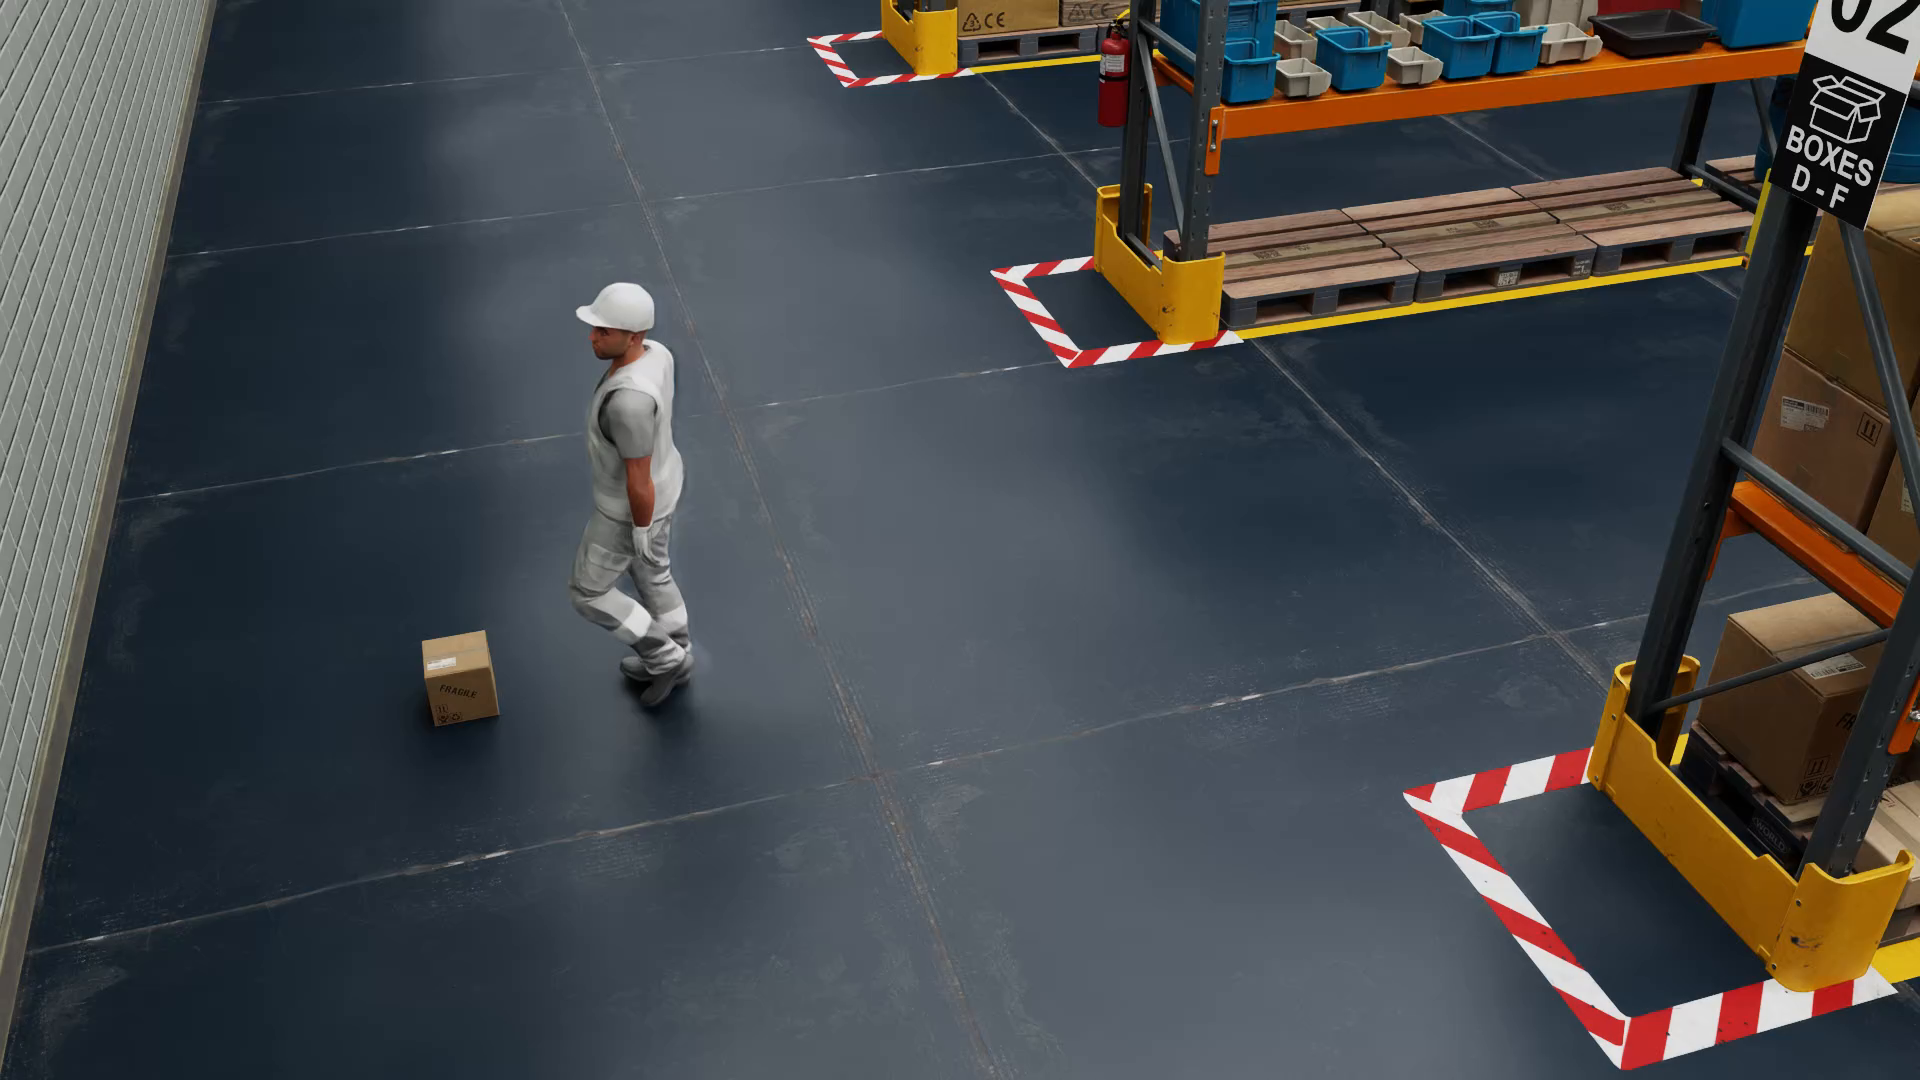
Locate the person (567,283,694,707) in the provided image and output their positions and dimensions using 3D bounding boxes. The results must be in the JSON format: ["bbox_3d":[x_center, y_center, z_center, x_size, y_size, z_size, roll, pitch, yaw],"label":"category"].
[{"bbox_3d":[-1.268,-0.152,6.311,0.449,1.786,0.546,4,34,5],"label":"person"}]
